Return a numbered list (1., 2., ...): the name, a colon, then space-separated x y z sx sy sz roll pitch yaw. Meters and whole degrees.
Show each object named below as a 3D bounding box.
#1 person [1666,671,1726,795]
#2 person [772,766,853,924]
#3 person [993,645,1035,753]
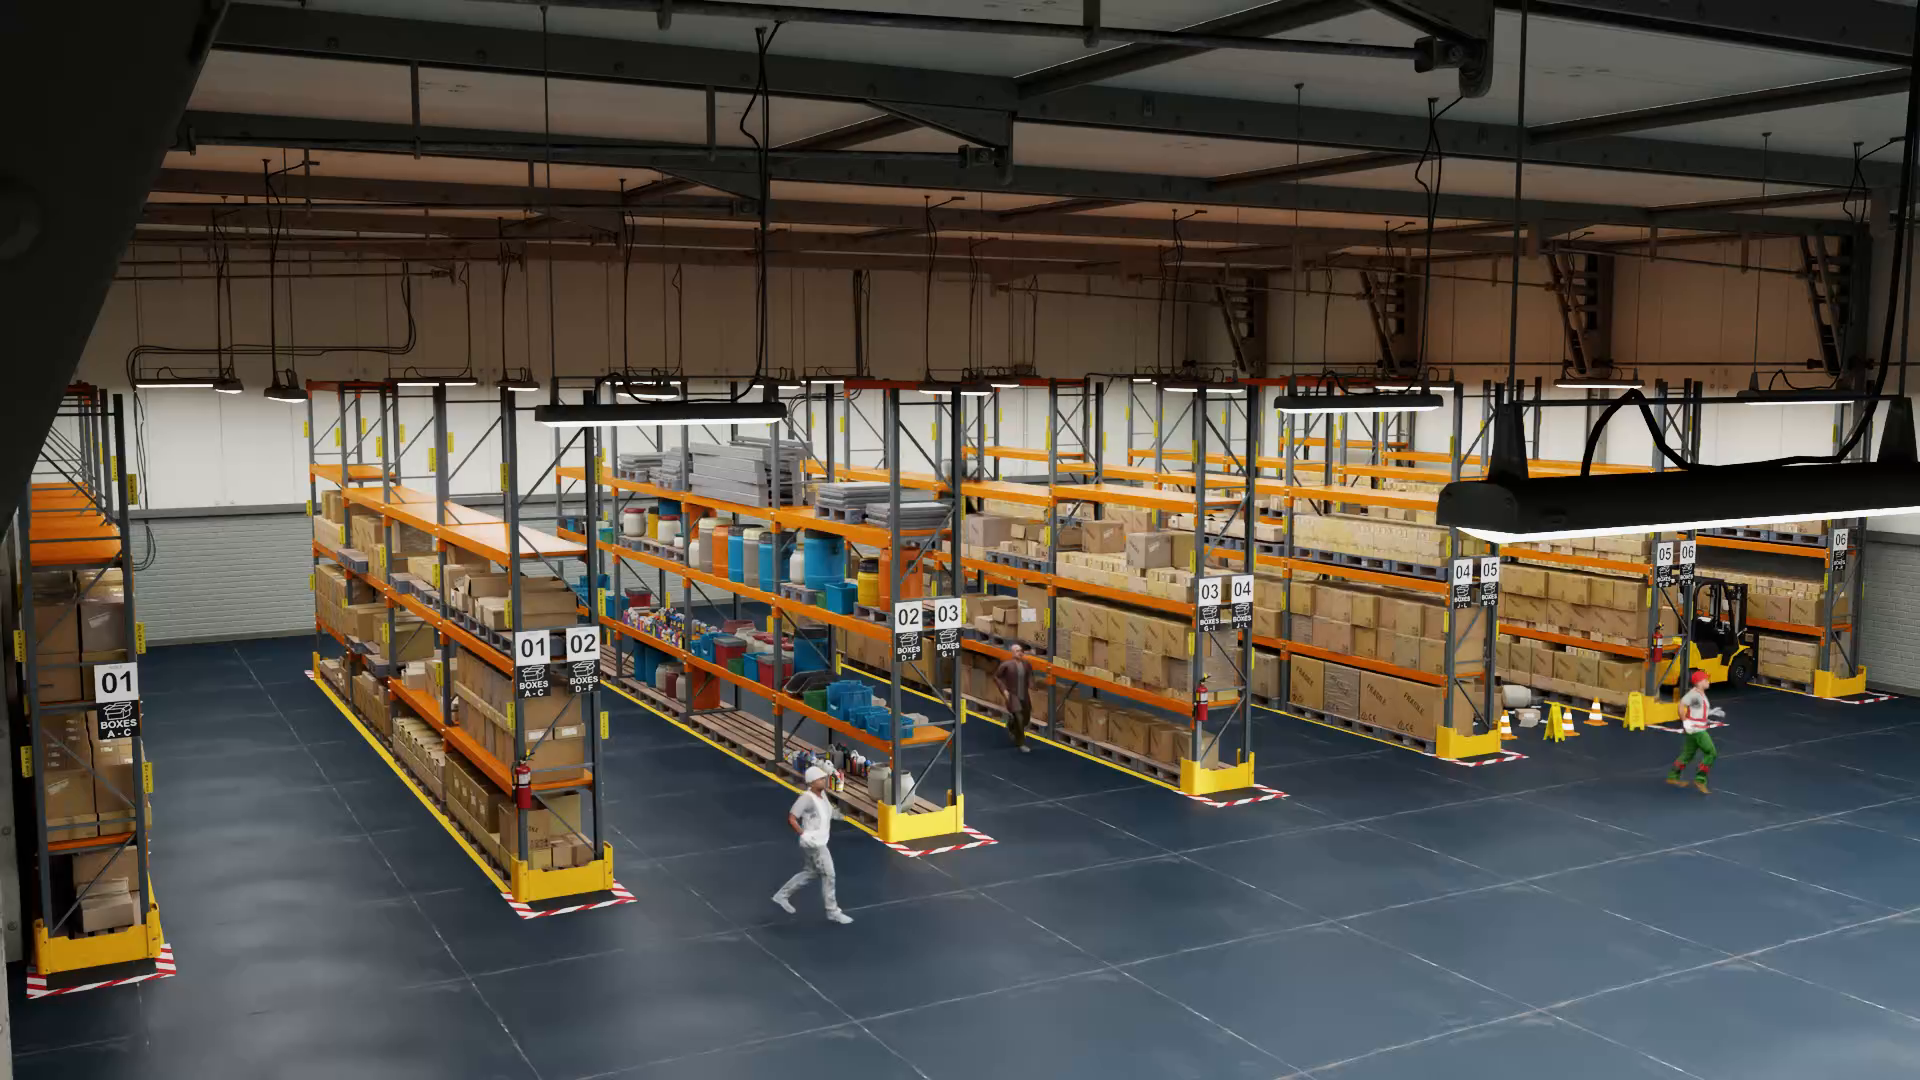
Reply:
1. person: 10.901 2.842 24.606 0.767 1.834 0.637 2 6 20
2. person: -1.674 3.438 18.854 0.926 1.796 0.665 0 6 2
3. person: 0.905 2.568 27.207 0.709 1.741 0.799 -3 7 -29
